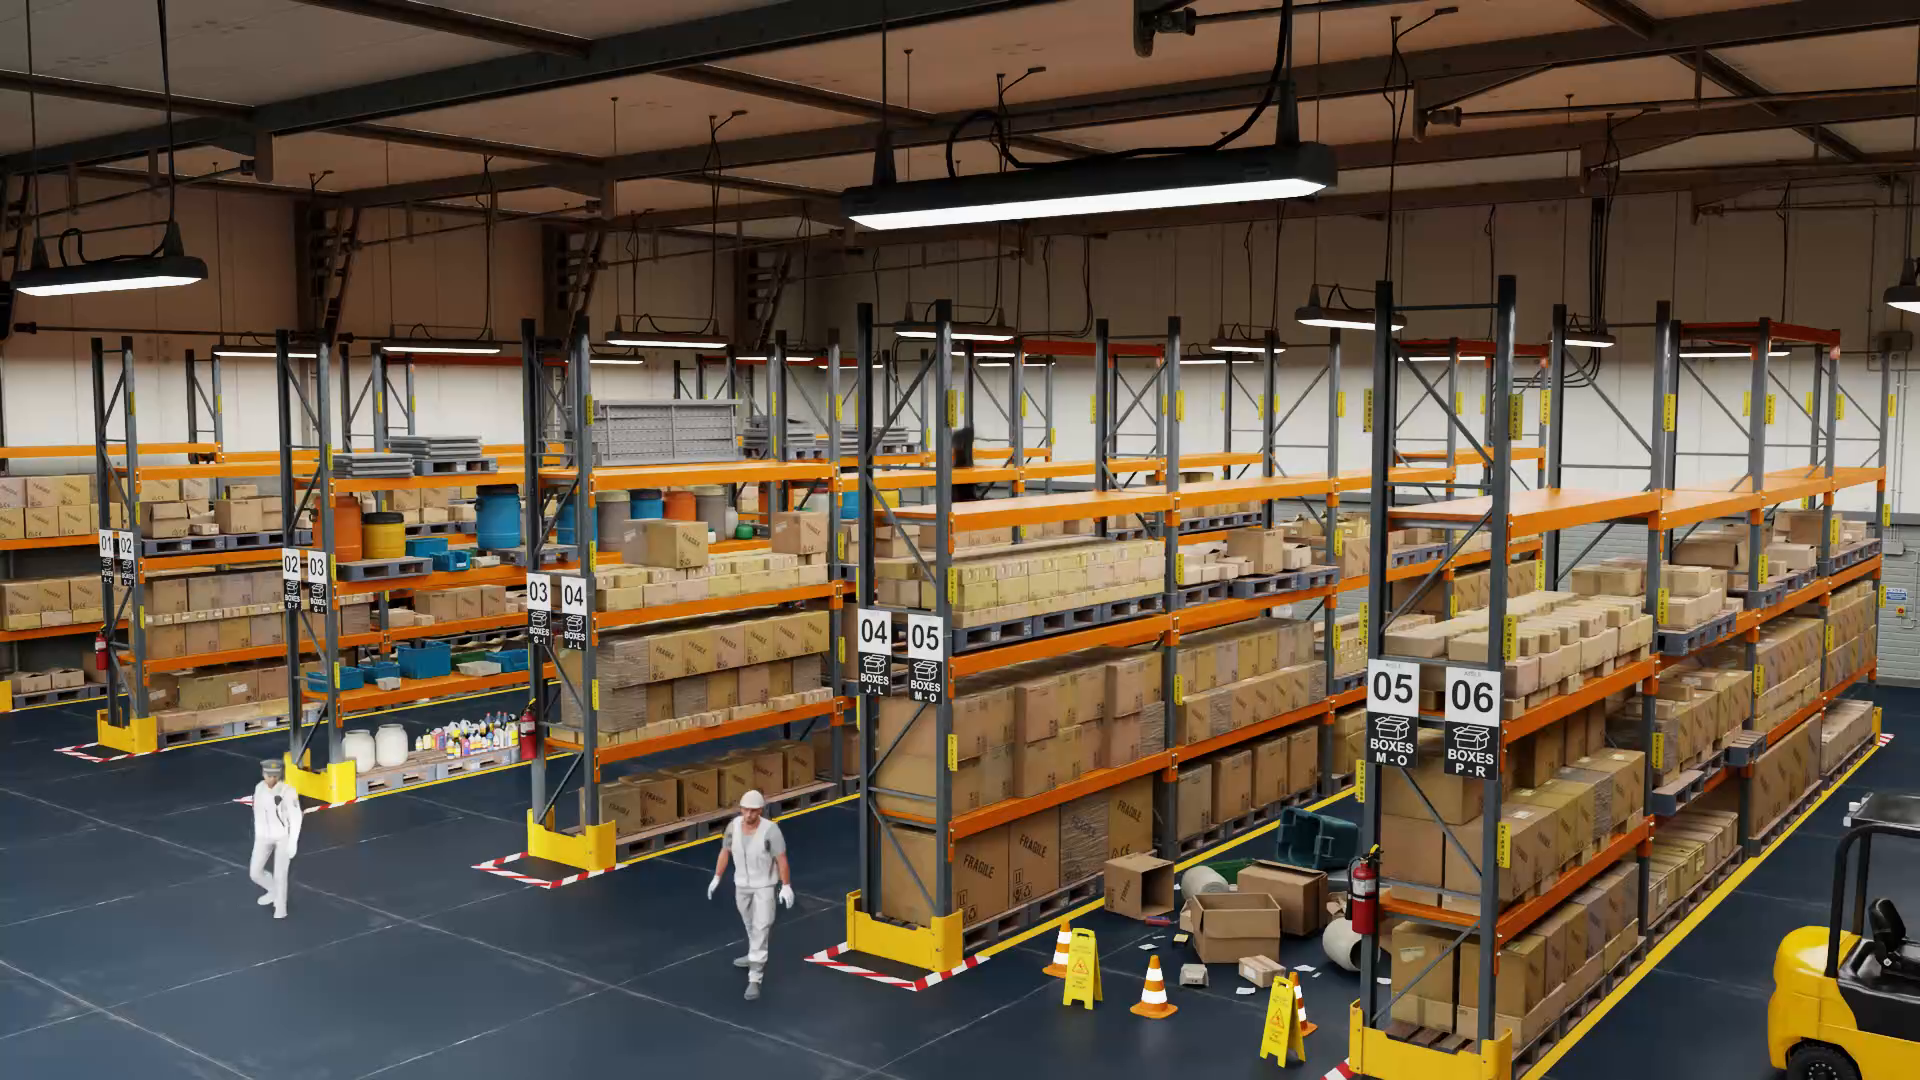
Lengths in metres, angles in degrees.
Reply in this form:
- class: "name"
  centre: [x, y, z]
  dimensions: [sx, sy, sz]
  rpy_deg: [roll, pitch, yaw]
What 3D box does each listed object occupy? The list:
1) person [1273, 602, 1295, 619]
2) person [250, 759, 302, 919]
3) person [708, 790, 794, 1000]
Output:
- class: "person"
  centre: [6.146, 1.518, 31.956]
  dimensions: [0.652, 1.738, 0.641]
  rpy_deg: [-1, 5, -8]
- class: "person"
  centre: [-6.755, 2.935, 16.425]
  dimensions: [0.633, 1.633, 0.543]
  rpy_deg: [1, 5, 8]
- class: "person"
  centre: [-1.810, 3.028, 14.577]
  dimensions: [0.724, 1.744, 0.885]
  rpy_deg: [2, 5, 21]
